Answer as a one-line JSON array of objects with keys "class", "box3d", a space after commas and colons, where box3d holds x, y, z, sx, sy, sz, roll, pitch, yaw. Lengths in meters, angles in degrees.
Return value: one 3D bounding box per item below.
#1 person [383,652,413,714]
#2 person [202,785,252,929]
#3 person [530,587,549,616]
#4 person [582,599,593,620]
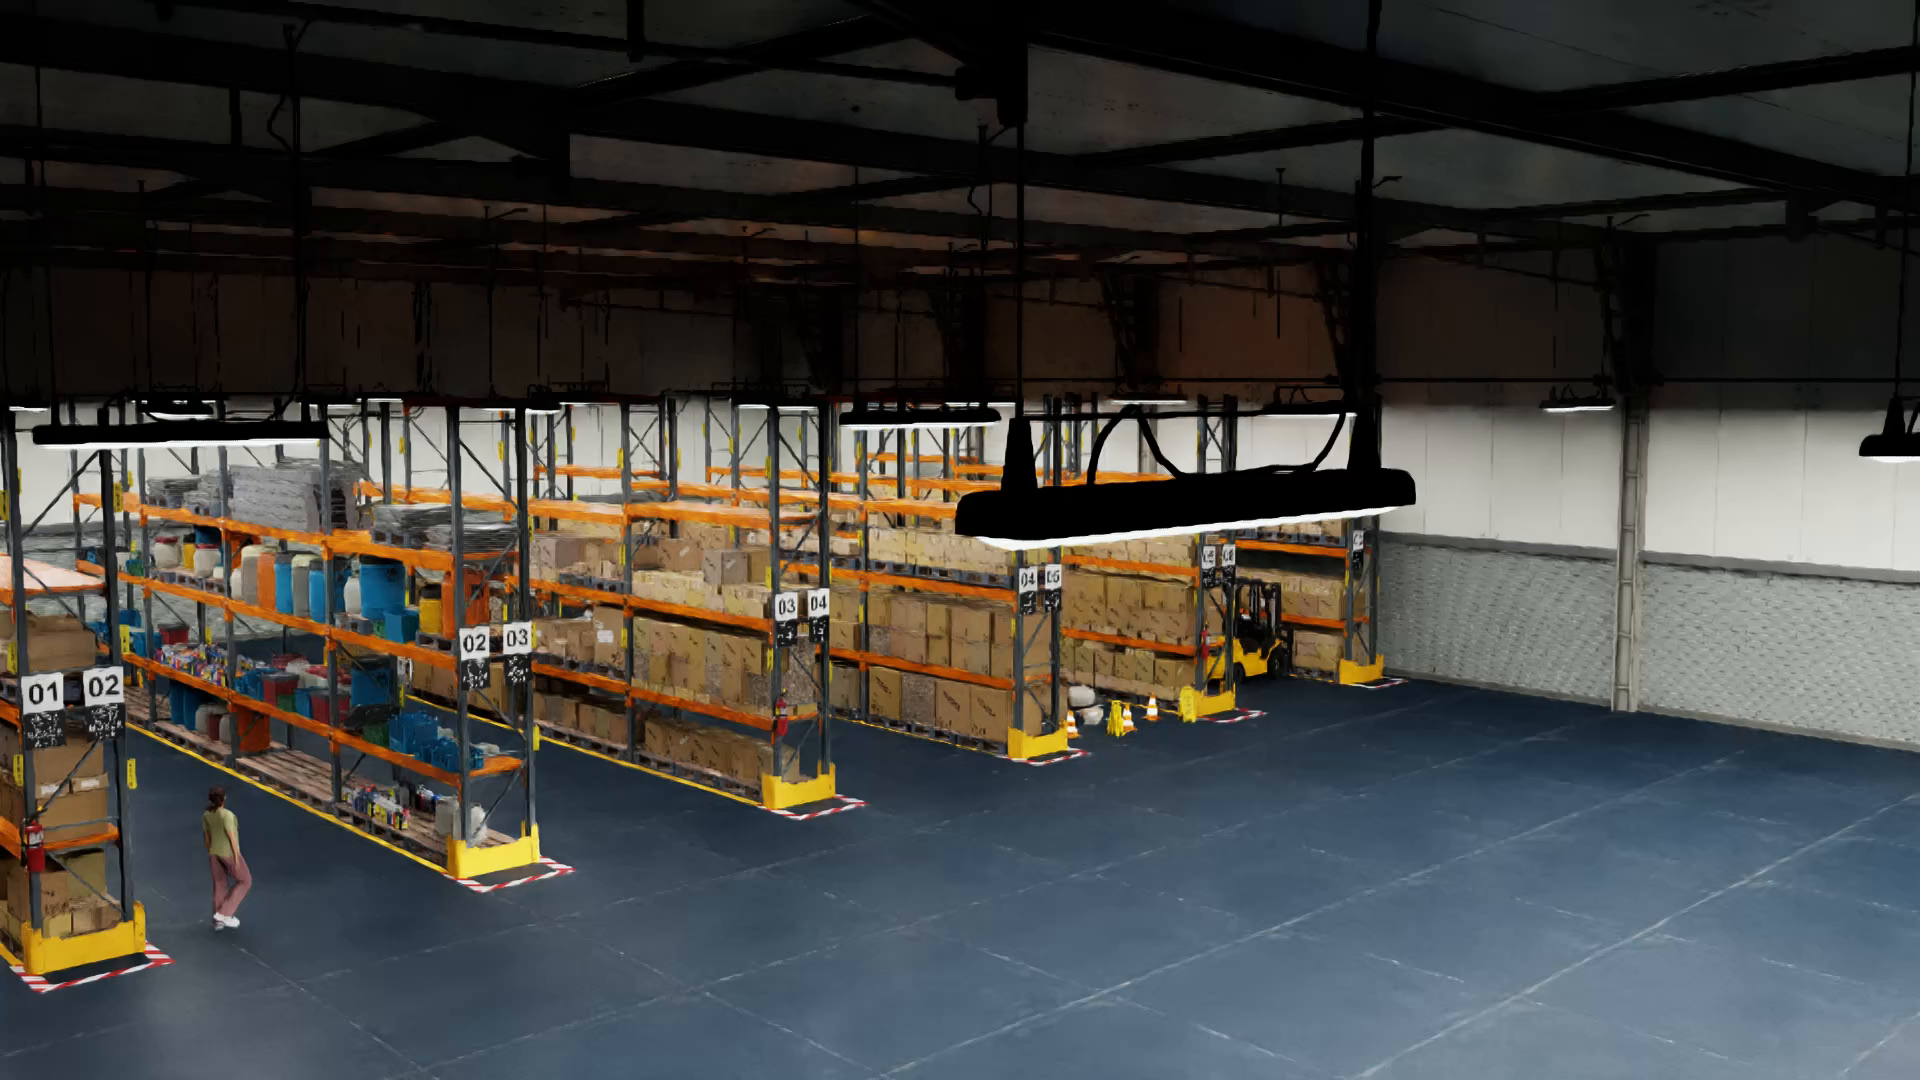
[{"class": "person", "box3d": [-10.559, 2.520, 31.149, 0.511, 1.628, 0.639, 5, 8, 44]}, {"class": "person", "box3d": [-8.480, 3.650, 19.141, 0.493, 1.671, 0.435, 2, 6, 19]}, {"class": "person", "box3d": [-10.637, 1.504, 41.588, 0.746, 1.618, 0.630, 3, 6, 25]}, {"class": "person", "box3d": [-8.023, 2.065, 35.804, 0.527, 1.592, 0.523, -1, 6, -13]}]
